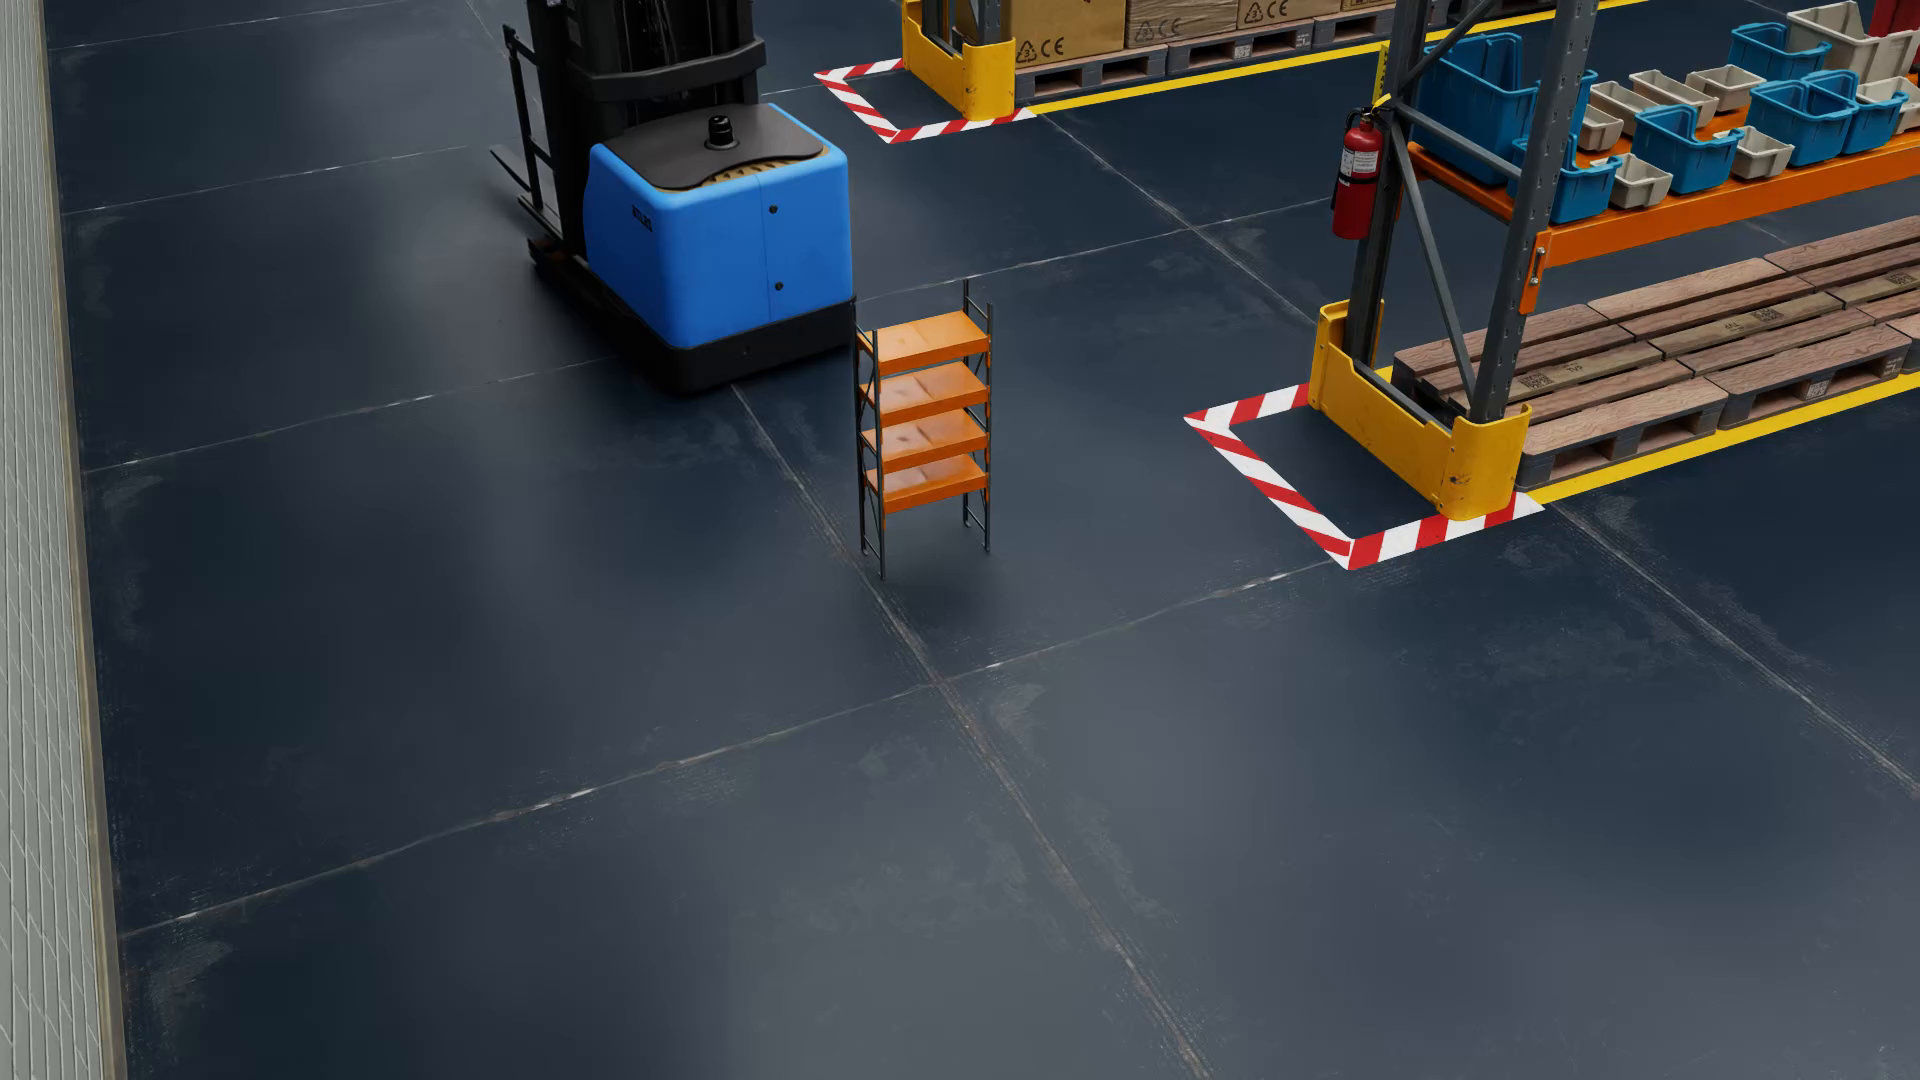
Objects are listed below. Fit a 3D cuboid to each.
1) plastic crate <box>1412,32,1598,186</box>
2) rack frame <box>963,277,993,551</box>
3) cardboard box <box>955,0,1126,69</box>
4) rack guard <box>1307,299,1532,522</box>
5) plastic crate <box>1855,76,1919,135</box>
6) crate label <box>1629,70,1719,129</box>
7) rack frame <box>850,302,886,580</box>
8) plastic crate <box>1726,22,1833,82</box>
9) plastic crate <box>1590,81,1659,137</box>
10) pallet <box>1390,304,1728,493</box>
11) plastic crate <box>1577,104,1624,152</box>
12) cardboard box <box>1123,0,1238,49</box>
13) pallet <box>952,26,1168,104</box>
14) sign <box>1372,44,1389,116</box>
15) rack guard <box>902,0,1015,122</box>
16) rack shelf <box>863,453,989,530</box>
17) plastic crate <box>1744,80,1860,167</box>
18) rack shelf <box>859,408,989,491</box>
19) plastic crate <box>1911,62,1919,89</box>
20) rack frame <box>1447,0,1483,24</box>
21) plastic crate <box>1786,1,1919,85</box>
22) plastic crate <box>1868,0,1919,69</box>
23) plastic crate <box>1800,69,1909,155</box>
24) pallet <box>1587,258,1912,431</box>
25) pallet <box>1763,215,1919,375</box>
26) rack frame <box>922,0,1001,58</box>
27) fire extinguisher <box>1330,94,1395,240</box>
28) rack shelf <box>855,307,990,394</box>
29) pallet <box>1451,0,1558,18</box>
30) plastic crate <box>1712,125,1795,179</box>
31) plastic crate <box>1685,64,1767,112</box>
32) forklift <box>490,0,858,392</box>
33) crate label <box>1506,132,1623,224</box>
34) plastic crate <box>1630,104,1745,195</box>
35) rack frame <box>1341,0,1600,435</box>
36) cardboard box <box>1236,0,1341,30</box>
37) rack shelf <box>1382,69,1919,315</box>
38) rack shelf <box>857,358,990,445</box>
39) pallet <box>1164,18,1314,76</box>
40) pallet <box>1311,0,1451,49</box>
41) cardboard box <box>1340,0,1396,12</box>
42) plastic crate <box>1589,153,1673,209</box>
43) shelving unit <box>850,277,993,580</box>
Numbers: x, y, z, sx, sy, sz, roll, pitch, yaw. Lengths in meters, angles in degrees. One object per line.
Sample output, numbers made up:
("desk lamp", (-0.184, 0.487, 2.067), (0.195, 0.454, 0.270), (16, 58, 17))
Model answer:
("plastic crate", (2.328, -1.869, 7.172), (0.499, 0.435, 0.616), (-16, 39, -20))
("rack frame", (0.071, -0.502, 6.919), (0.015, 1.200, 0.240), (-16, 39, -20))
("cardboard box", (0.545, -3.837, 11.336), (0.875, 0.875, 0.875), (-16, 39, -20))
("rack guard", (2.088, -0.628, 7.677), (0.348, 0.500, 1.175), (-16, 39, -20))
("plastic crate", (4.276, -1.973, 7.563), (0.466, 0.136, 0.293), (-16, 39, -20))
("crate label", (3.276, -2.017, 7.622), (0.243, 0.136, 0.396), (-16, 39, -20))
("rack frame", (-0.371, -0.378, 6.753), (0.015, 1.200, 0.240), (-16, 39, -20))
("plastic crate", (3.854, -2.260, 7.869), (0.300, 0.233, 0.416), (-16, 39, -20))
("plastic crate", (3.034, -1.933, 7.509), (0.243, 0.136, 0.396), (-16, 39, -20))
("pallet", (2.867, -0.713, 8.034), (1.213, 0.211, 1.003), (-16, 39, -20))
("plastic crate", (2.765, -1.867, 7.421), (0.243, 0.136, 0.396), (-16, 39, -20))
("cardboard box", (1.369, -4.067, 11.646), (0.875, 0.875, 0.875), (-16, 39, -20))
("pallet", (0.690, -3.441, 11.712), (1.213, 0.211, 1.003), (-16, 39, -20))
("sign", (1.856, -2.003, 7.296), (0.005, 0.325, 0.100), (-16, 39, -20))
("rack guard", (-0.022, -3.306, 11.288), (0.348, 0.500, 1.175), (-16, 39, -20))
("rack shelf", (-0.150, -0.226, 6.994), (0.480, 0.148, 0.258), (-16, 39, -20))
("plastic crate", (3.659, -1.820, 7.276), (0.300, 0.233, 0.416), (-16, 39, -20))
("rack shelf", (-0.150, -0.386, 6.876), (0.480, 0.148, 0.258), (-16, 39, -20))
("plastic crate", (4.826, -2.143, 7.802), (0.590, 0.125, 0.437), (-16, 39, -20))
("rack frame", (3.621, -5.329, 11.916), (0.127, 3.000, 1.000), (-16, 39, -20))
("plastic crate", (4.264, -2.347, 7.945), (0.530, 0.282, 0.437), (-16, 39, -20))
("plastic crate", (4.810, -2.617, 8.156), (0.583, 0.464, 0.402), (-16, 39, -20))
("plastic crate", (3.931, -1.896, 7.379), (0.300, 0.233, 0.416), (-16, 39, -20))
("pallet", (3.970, -1.019, 8.447), (1.213, 0.211, 1.003), (-16, 39, -20))
("pallet", (5.076, -1.331, 8.867), (1.213, 0.211, 1.003), (-16, 39, -20))
("rack frame", (0.000, -4.316, 10.551), (0.127, 3.000, 1.000), (-16, 39, -20))
("fire extinguisher", (1.774, -1.671, 7.363), (0.183, 0.674, 0.296), (-16, 39, -20))
("rack shelf", (-0.150, -0.756, 6.602), (0.480, 0.148, 0.258), (-16, 39, -20))
("pallet", (4.287, -4.445, 13.065), (1.213, 0.211, 1.003), (-16, 39, -20))
("plastic crate", (3.407, -1.657, 7.136), (0.298, 0.136, 0.250), (-16, 39, -20))
("plastic crate", (3.536, -2.102, 7.736), (0.250, 0.136, 0.298), (-16, 39, -20))
("forklift", (-1.749, -2.742, 8.486), (1.130, 2.935, 3.031), (-21, 42, -26))
("crate label", (2.467, -1.487, 6.827), (0.303, 0.233, 0.416), (-16, 39, -20))
("plastic crate", (3.063, -1.654, 7.052), (0.300, 0.233, 0.416), (-16, 39, -20))
("rack frame", (2.104, -1.645, 6.950), (0.127, 3.000, 1.000), (-16, 39, -20))
("cardboard box", (2.174, -4.292, 11.950), (0.875, 0.875, 0.875), (-16, 39, -20))
("rack shelf", (3.915, -1.862, 7.847), (4.000, 0.370, 1.077), (-16, 39, -20))
("rack shelf", (-0.150, -0.566, 6.743), (0.480, 0.148, 0.258), (-16, 39, -20))
("pallet", (1.793, -3.747, 12.125), (1.213, 0.211, 1.003), (-16, 39, -20))
("pallet", (2.899, -4.058, 12.544), (1.213, 0.211, 1.003), (-16, 39, -20))
("cardboard box", (2.989, -4.520, 12.257), (0.875, 0.875, 0.875), (-16, 39, -20))
("plastic crate", (2.793, -1.485, 6.905), (0.298, 0.136, 0.250), (-16, 39, -20))
("shelving unit", (-0.150, -0.440, 6.836), (0.503, 1.200, 0.258), (-16, 39, -20))
